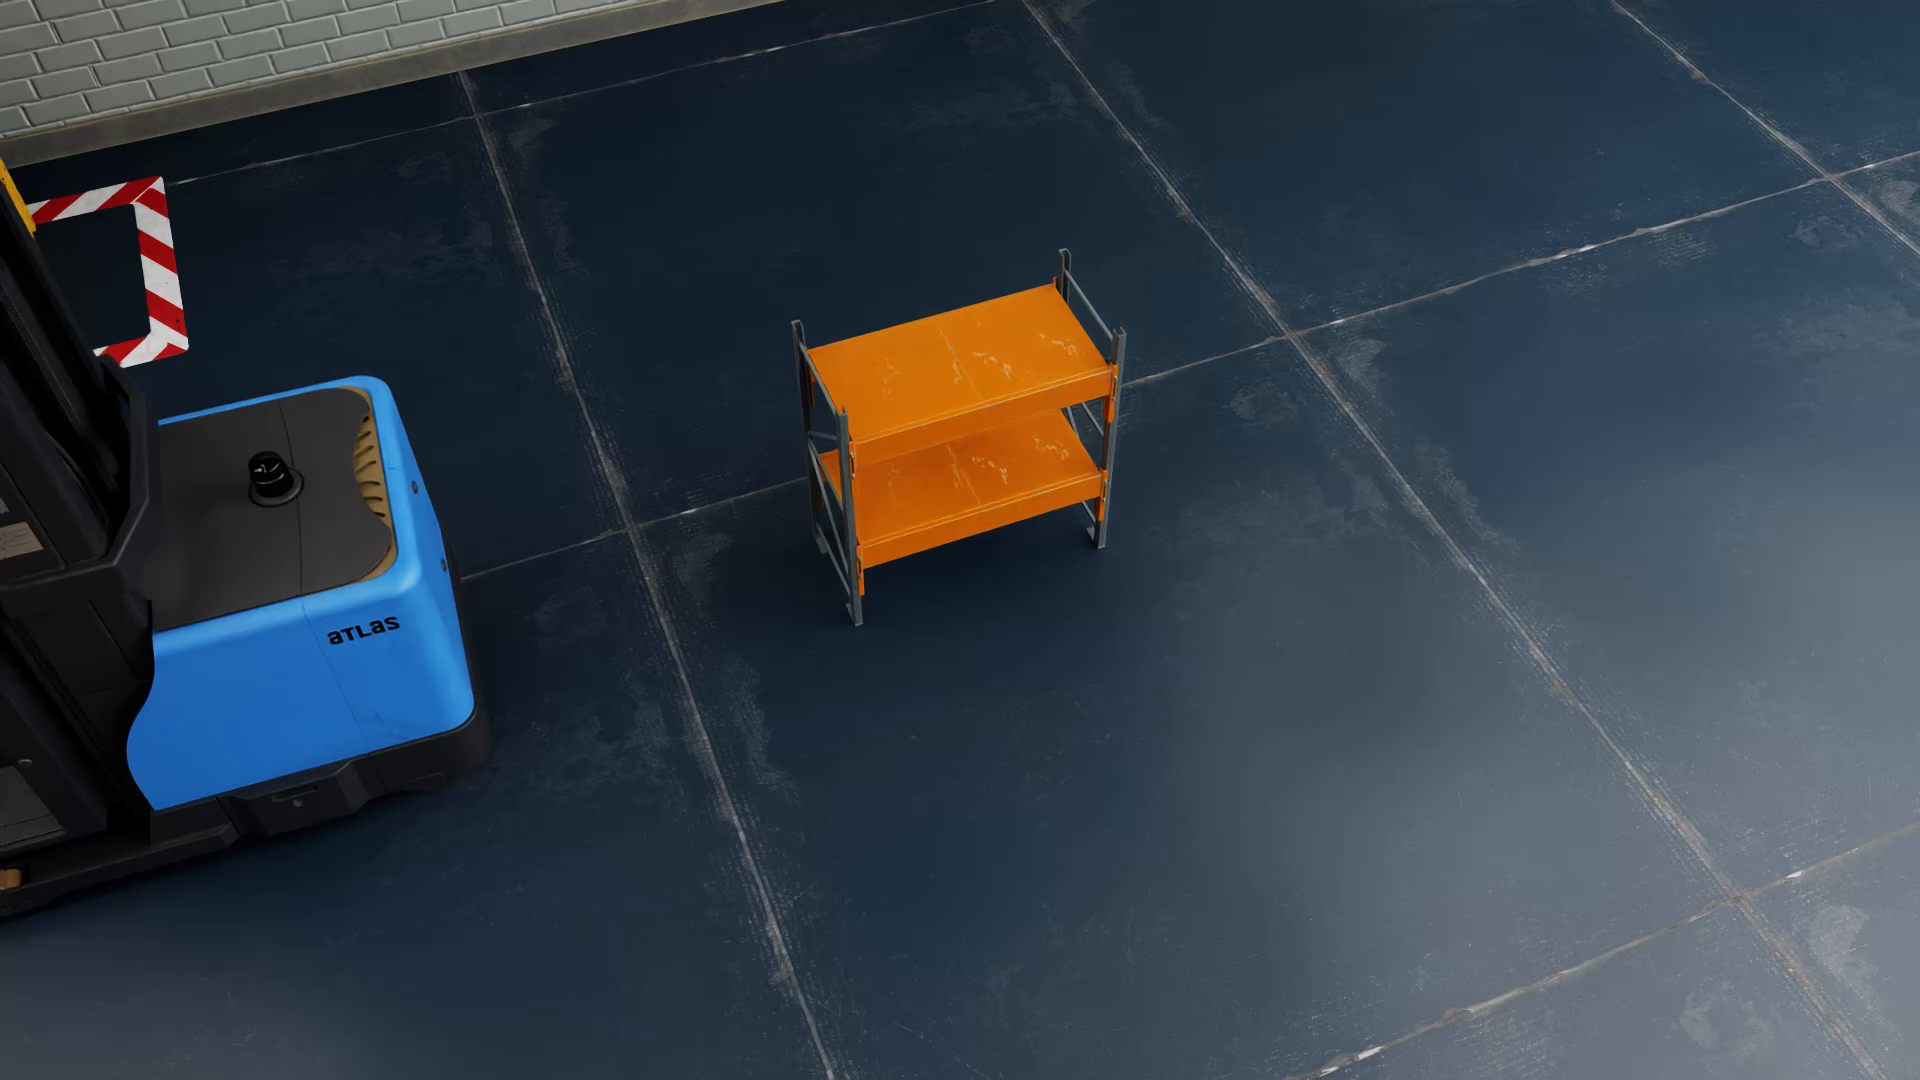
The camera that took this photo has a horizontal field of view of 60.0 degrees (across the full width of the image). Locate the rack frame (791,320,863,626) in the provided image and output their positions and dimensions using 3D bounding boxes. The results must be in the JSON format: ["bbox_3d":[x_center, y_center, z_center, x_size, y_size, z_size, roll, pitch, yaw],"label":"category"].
[{"bbox_3d":[-0.477,-0.219,6.037,0.032,1.125,0.500,-17,52,-14],"label":"rack frame"}]

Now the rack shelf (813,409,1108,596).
[{"bbox_3d":[-0.006,-0.205,6.348,1.000,0.278,0.538,-17,52,-14],"label":"rack shelf"}]

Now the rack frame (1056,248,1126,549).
[{"bbox_3d":[0.464,-0.510,6.288,0.032,1.125,0.500,-17,52,-14],"label":"rack frame"}]

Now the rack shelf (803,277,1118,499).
[{"bbox_3d":[-0.006,-0.555,5.940,1.000,0.278,0.538,-17,52,-14],"label":"rack shelf"}]

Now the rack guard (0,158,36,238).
[{"bbox_3d":[-4.344,-1.247,7.332,0.348,0.500,1.175,-17,52,-14],"label":"rack guard"}]

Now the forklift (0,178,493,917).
[{"bbox_3d":[-3.223,-0.120,4.761,3.031,2.935,1.130,-15,51,-12],"label":"forklift"}]

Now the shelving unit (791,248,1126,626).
[{"bbox_3d":[-0.006,-0.365,6.162,1.048,1.125,0.538,-17,52,-14],"label":"shelving unit"}]
